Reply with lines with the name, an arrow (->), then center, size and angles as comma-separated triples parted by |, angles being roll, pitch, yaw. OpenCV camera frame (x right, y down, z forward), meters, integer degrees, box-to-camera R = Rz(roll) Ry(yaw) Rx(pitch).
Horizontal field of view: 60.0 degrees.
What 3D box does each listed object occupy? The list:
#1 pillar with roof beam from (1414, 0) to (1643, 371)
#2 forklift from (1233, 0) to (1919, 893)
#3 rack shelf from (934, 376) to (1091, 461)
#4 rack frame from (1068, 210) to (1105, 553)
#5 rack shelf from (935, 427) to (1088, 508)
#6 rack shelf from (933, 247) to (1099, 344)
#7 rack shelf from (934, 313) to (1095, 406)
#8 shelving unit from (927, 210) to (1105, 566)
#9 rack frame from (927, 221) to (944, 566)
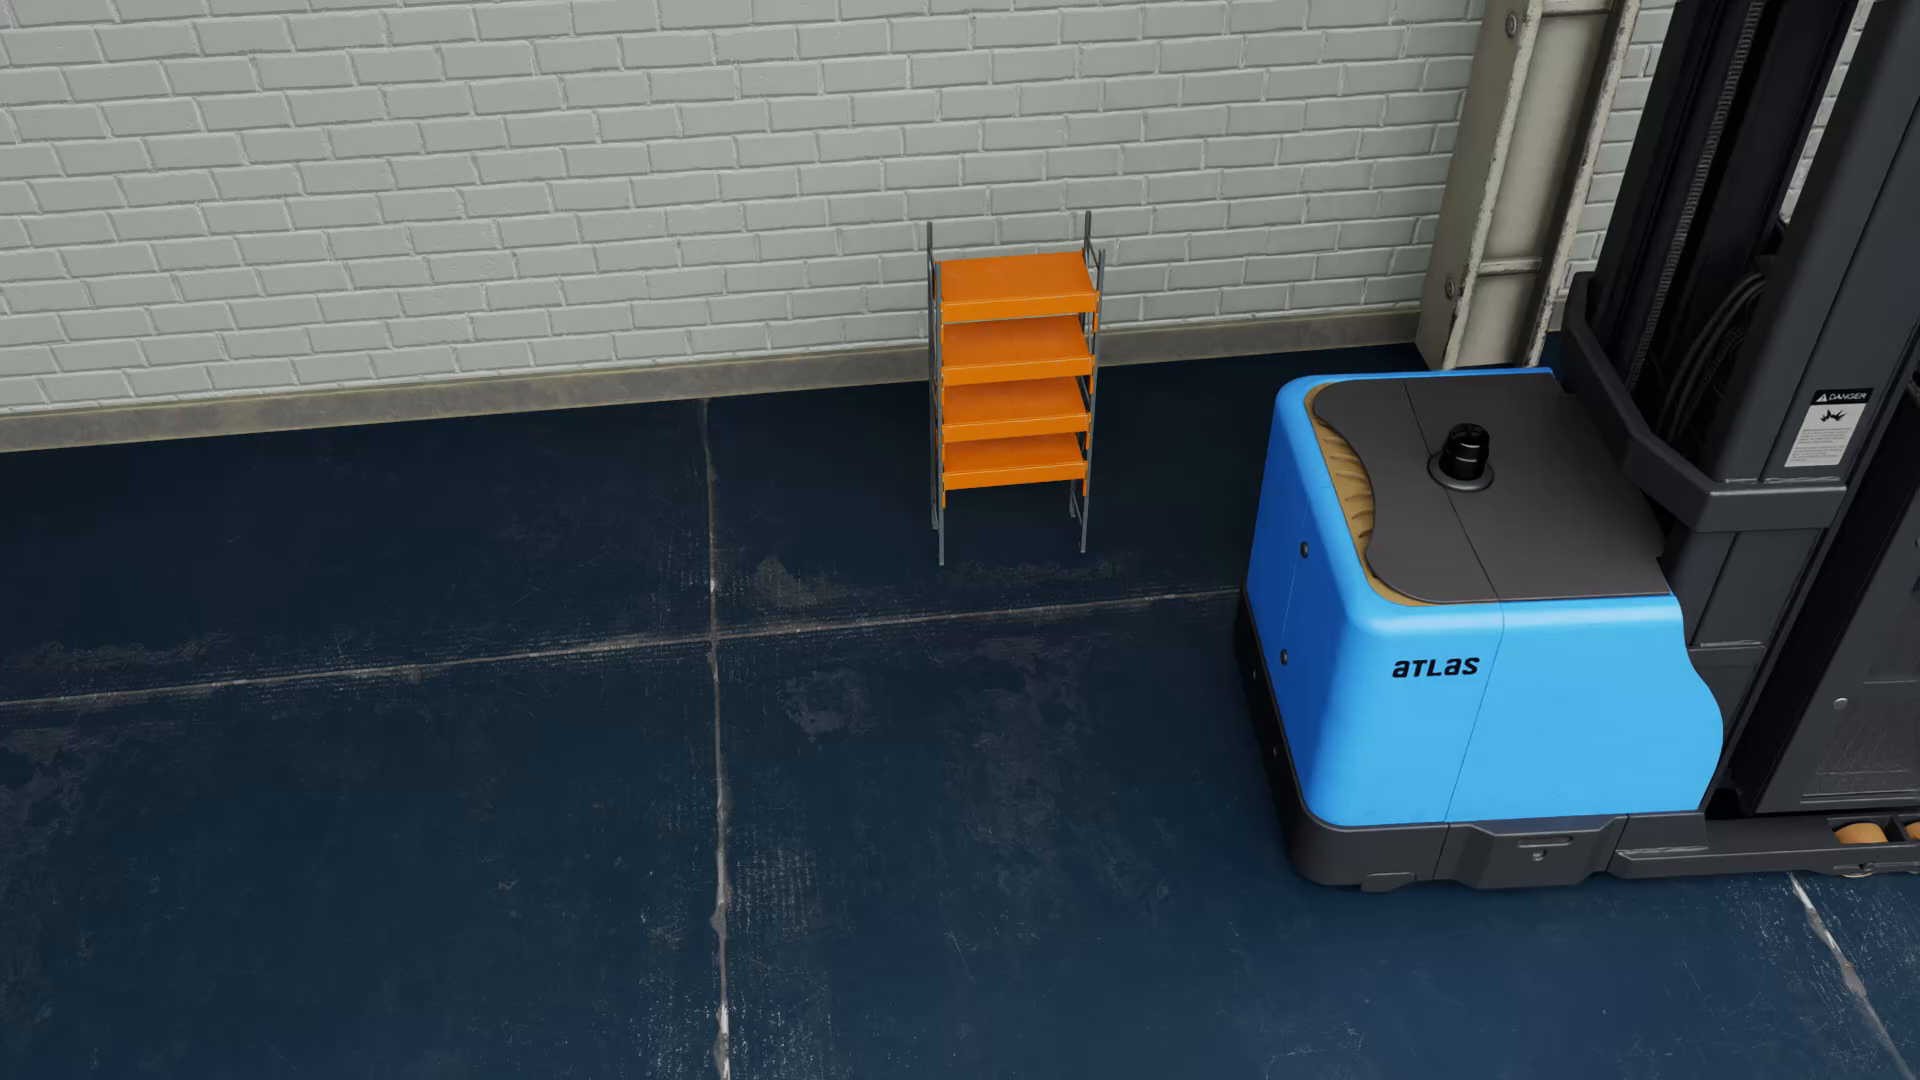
pillar with roof beam -> 2.581, -1.210, 0.373 | 0.400, 9.000, 9.100 | -5, 42, -6
forklift -> 2.406, -0.490, 4.105 | 3.031, 2.935, 1.130 | -2, 42, -3
rack shelf -> 0.164, -0.410, 5.409 | 0.480, 0.148, 0.258 | -5, 42, -6
rack frame -> 0.406, -0.481, 5.388 | 0.015, 1.200, 0.240 | -5, 42, -6
rack shelf -> 0.164, -0.263, 5.542 | 0.480, 0.148, 0.258 | -5, 42, -6
rack shelf -> 0.164, -0.752, 5.101 | 0.480, 0.148, 0.258 | -5, 42, -6
rack shelf -> 0.164, -0.576, 5.259 | 0.480, 0.148, 0.258 | -5, 42, -6
shelving unit -> 0.164, -0.460, 5.364 | 0.503, 1.200, 0.258 | -5, 42, -6
rack frame -> -0.078, -0.439, 5.341 | 0.015, 1.200, 0.240 | -5, 42, -6
